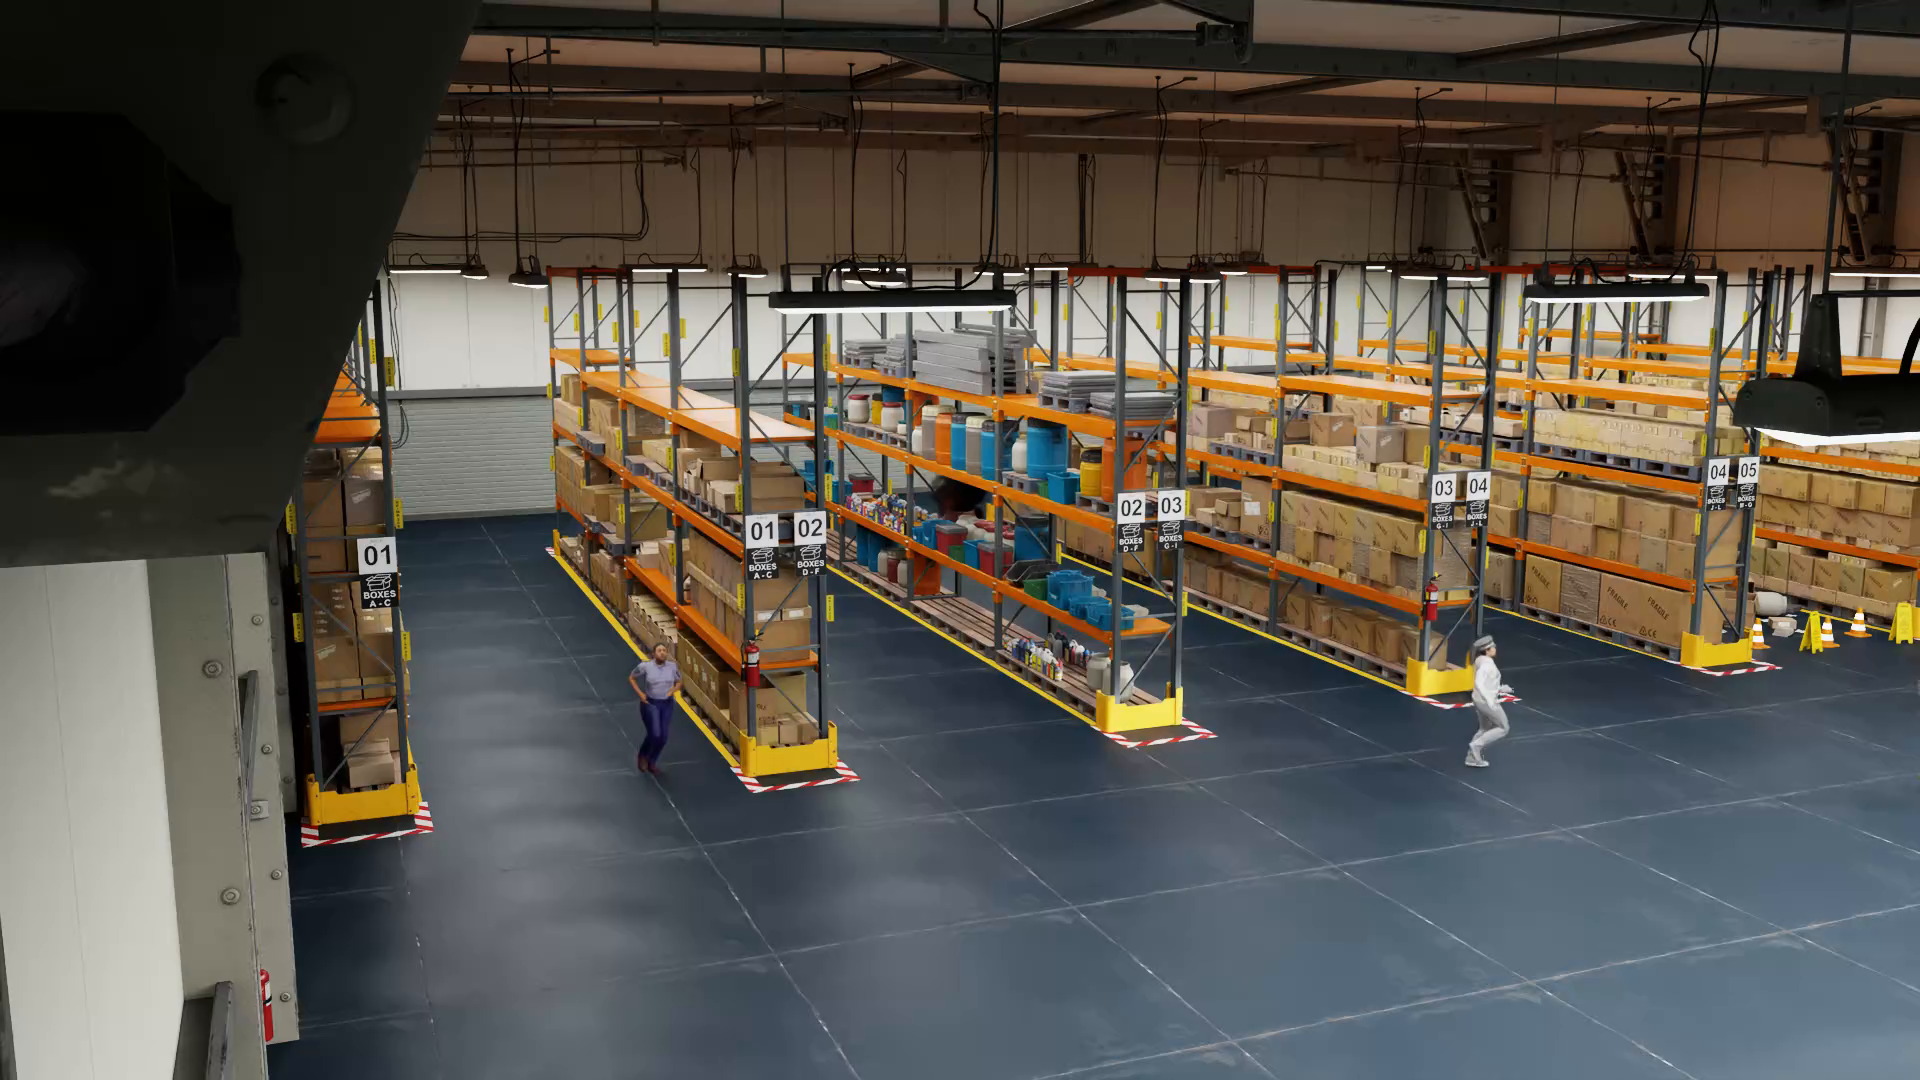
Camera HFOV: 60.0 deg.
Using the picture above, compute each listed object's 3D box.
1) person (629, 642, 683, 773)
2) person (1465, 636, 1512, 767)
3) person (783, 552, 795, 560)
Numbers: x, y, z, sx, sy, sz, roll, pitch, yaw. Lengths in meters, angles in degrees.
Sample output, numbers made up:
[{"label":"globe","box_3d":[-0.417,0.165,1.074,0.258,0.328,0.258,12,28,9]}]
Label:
[{"label":"person","box_3d":[-3.658,2.054,20.319,0.616,1.623,0.544,-6,12,-32]},{"label":"person","box_3d":[6.523,1.985,20.467,0.548,1.652,0.600,0,10,1]},{"label":"person","box_3d":[-3.013,0.066,29.461,0.700,1.782,0.887,-6,12,-31]}]
